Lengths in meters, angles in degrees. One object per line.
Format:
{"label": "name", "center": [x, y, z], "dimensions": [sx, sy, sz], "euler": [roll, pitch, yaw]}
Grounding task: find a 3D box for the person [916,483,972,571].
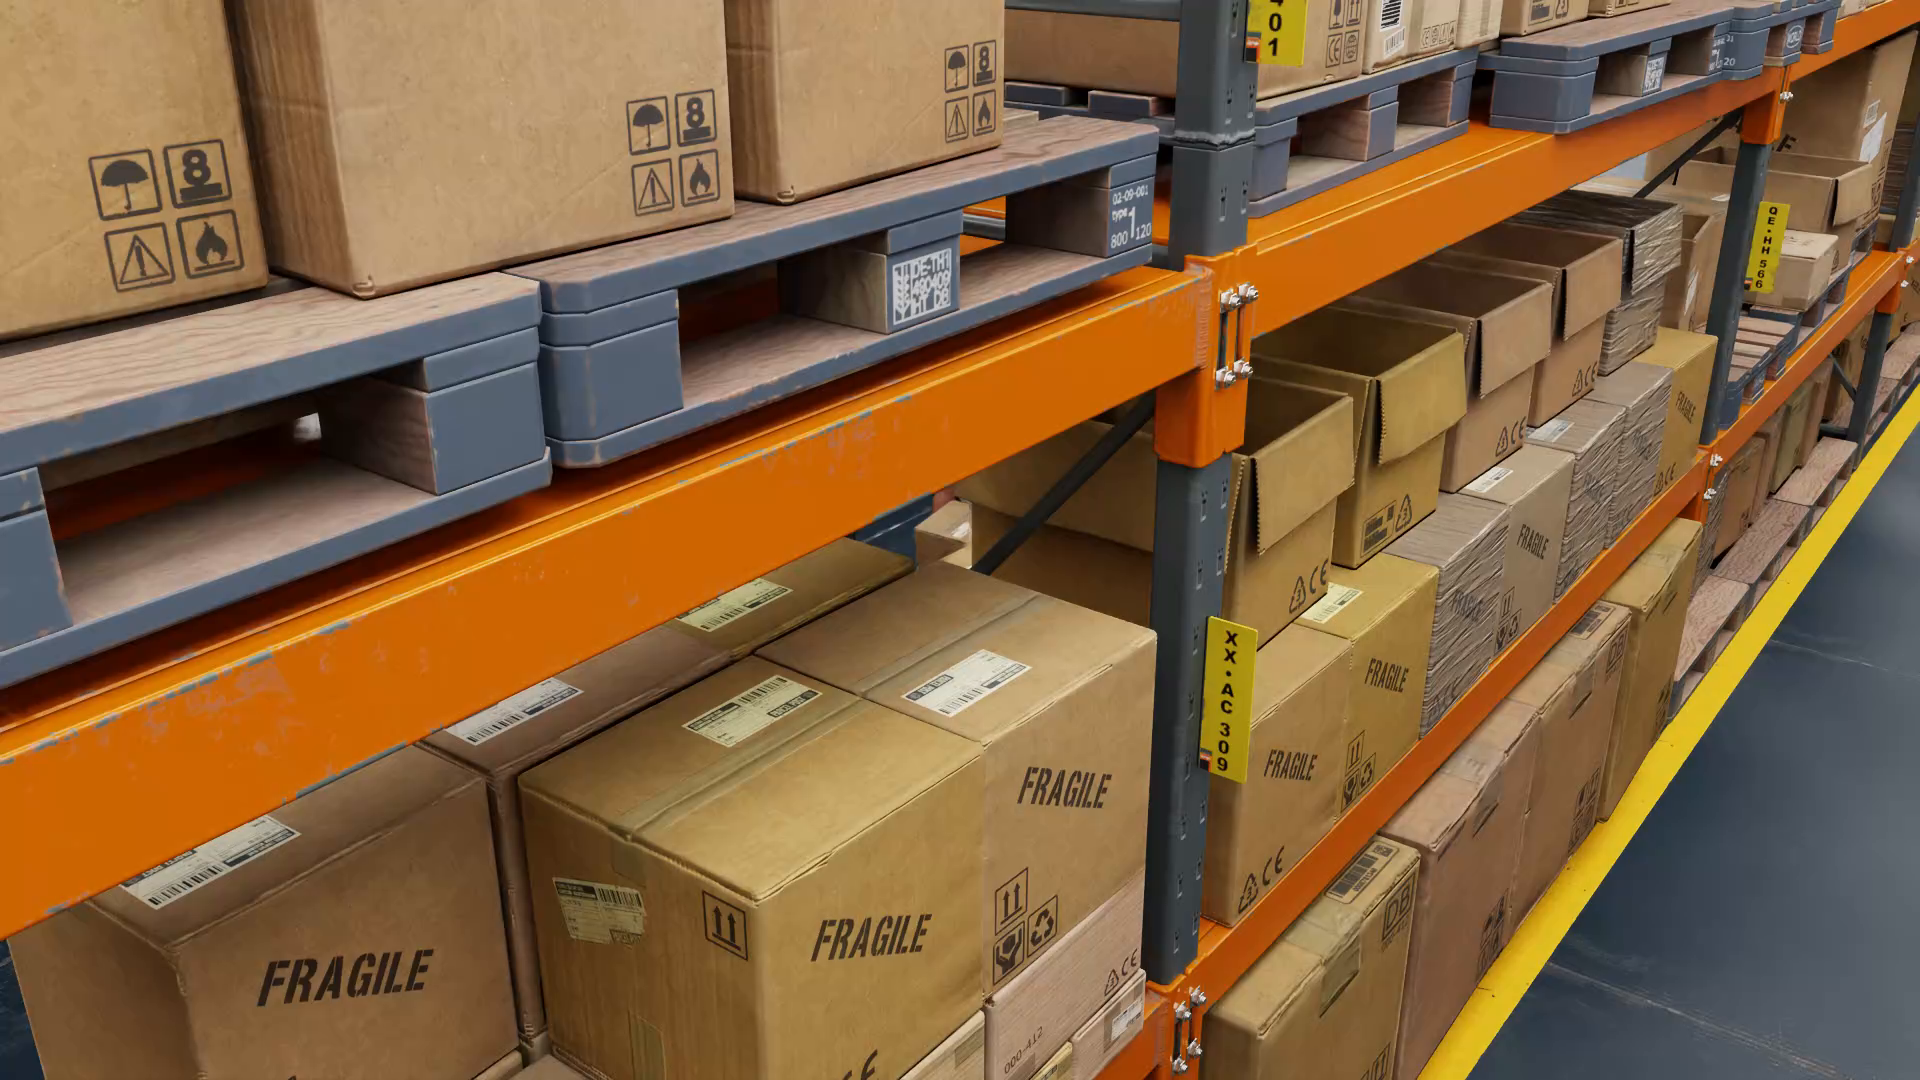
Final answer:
{"label": "person", "center": [0.131, 0.062, 6.437], "dimensions": [0.491, 1.775, 0.592], "euler": [16, 28, 33]}
